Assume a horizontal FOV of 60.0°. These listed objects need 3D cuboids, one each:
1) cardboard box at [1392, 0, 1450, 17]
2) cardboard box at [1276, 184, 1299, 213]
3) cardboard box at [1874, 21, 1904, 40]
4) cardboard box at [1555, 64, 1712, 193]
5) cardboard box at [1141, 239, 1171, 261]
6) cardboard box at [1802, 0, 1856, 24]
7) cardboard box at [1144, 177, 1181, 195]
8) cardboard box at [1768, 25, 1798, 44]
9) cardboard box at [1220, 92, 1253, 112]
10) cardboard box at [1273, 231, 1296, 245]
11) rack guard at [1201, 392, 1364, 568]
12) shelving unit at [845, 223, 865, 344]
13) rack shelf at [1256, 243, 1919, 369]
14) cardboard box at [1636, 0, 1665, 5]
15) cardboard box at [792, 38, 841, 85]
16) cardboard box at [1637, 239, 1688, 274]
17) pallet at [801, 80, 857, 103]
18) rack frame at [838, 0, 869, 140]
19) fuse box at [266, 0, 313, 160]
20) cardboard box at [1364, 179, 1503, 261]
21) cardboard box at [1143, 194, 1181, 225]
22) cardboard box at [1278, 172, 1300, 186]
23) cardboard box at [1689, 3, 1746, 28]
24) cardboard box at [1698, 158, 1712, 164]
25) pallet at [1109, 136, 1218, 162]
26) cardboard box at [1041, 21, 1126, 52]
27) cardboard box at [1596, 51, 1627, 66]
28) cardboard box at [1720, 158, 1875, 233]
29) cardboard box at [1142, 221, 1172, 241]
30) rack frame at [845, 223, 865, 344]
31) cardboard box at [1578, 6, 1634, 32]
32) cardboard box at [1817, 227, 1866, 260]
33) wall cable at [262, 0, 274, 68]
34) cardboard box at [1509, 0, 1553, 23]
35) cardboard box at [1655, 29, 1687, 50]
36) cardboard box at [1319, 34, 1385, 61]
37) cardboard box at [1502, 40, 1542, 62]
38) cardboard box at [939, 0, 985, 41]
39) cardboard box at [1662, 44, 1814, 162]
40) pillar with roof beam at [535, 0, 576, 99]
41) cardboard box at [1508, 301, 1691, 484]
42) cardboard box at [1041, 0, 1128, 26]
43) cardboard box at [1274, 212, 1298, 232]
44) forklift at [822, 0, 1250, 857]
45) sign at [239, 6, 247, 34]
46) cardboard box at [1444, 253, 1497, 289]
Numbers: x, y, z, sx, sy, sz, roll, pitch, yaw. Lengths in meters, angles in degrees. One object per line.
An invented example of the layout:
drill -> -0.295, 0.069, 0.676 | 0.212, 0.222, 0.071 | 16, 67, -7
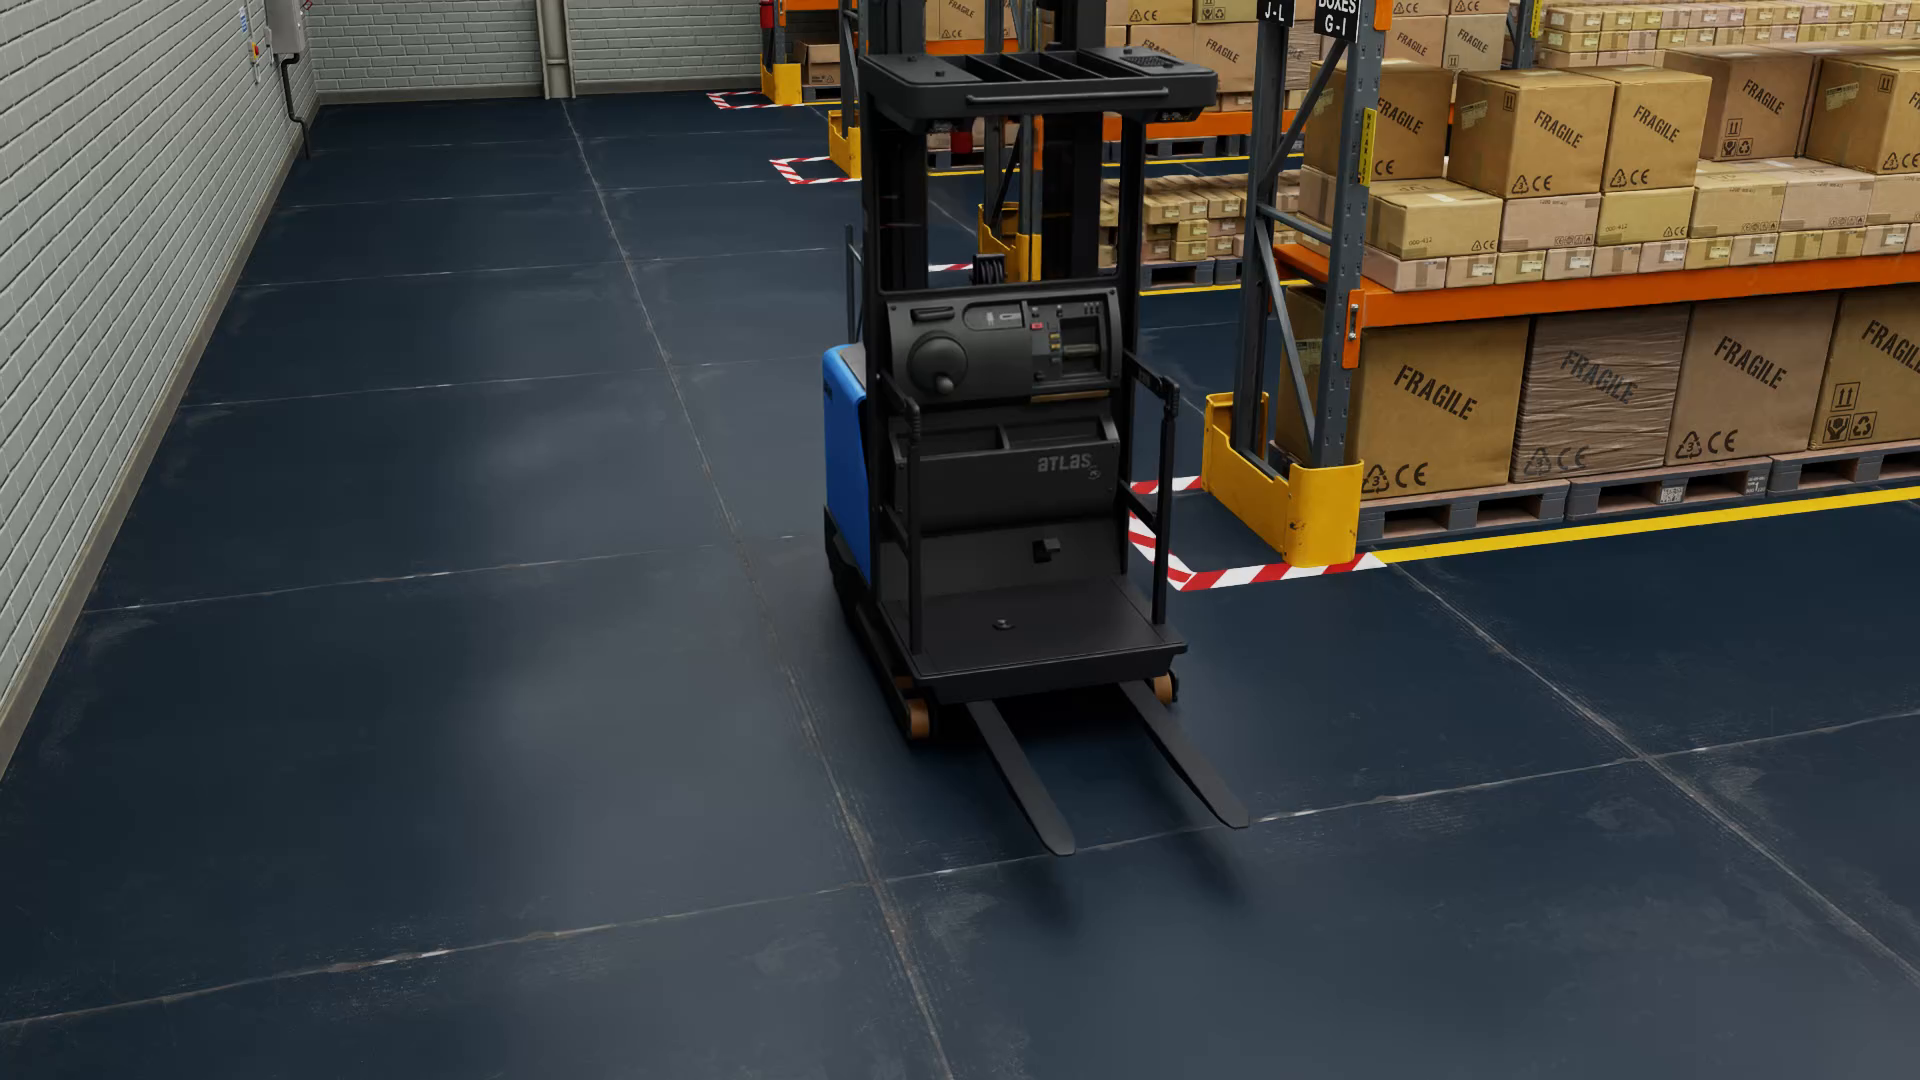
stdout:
cardboard box -> 3.356, -4.233, 12.540 | 0.500, 0.500, 0.500 | -7, 24, -16
cardboard box -> 2.454, -2.669, 12.994 | 0.250, 0.149, 0.380 | -6, 24, -14
cardboard box -> 7.474, -4.187, 13.612 | 0.250, 0.149, 0.380 | -5, 24, -12
cardboard box -> 3.136, -1.953, 7.859 | 0.500, 0.500, 0.500 | -7, 24, -16
cardboard box -> 1.438, -2.280, 12.843 | 0.250, 0.149, 0.380 | -6, 24, -14
cardboard box -> 6.984, -4.268, 13.424 | 0.250, 0.149, 0.380 | -6, 24, -13
cardboard box -> 1.560, -2.768, 13.225 | 0.250, 0.149, 0.380 | -7, 24, -16
cardboard box -> 6.489, -4.078, 13.358 | 0.250, 0.149, 0.380 | -6, 24, -13
cardboard box -> 2.014, -3.335, 12.538 | 0.250, 0.149, 0.380 | -7, 24, -15
cardboard box -> 2.457, -2.362, 13.033 | 0.250, 0.149, 0.380 | -6, 24, -14
rack guard -> 1.600, -0.330, 8.385 | 0.348, 0.500, 1.175 | -6, 24, -14
shelving unit -> 0.013, -0.780, 8.166 | 1.048, 1.500, 0.538 | -5, 24, -12
rack shelf -> 3.548, -1.364, 8.536 | 4.000, 0.370, 1.077 | -6, 24, -14
cardboard box -> 5.563, -4.377, 13.679 | 0.250, 0.149, 0.380 | -7, 24, -16
cardboard box -> -1.784, -6.203, 21.535 | 0.637, 0.503, 0.797 | -7, 24, -16
cardboard box -> 3.291, -1.416, 8.065 | 0.250, 0.149, 0.380 | -7, 24, -15
pallet -> -1.558, -5.939, 21.825 | 1.213, 0.211, 1.003 | -6, 24, -14
rack frame -> -1.054, -5.243, 16.666 | 0.127, 3.000, 1.000 | -6, 24, -14
fuse box -> -6.904, -4.855, 17.395 | 0.414, 1.711, 0.539 | -6, 24, -14
cardboard box -> 2.158, -1.497, 7.749 | 0.500, 0.250, 0.500 | -7, 24, -16
cardboard box -> 1.487, -2.511, 12.627 | 0.250, 0.149, 0.380 | -6, 24, -15
cardboard box -> 2.580, -2.854, 13.425 | 0.250, 0.149, 0.380 | -7, 24, -17
cardboard box -> 5.980, -4.157, 13.166 | 0.250, 0.149, 0.380 | -5, 24, -12
cardboard box -> 3.497, -1.866, 8.609 | 0.500, 0.250, 0.500 | -6, 24, -14
pallet -> 2.044, -4.337, 18.089 | 1.213, 0.211, 1.003 | -6, 24, -14
cardboard box -> 0.887, -3.500, 12.100 | 0.500, 0.500, 0.500 | -5, 24, -12
cardboard box -> 5.000, -3.778, 13.036 | 0.250, 0.149, 0.380 | -6, 24, -14
cardboard box -> 4.131, -1.718, 8.262 | 0.500, 0.250, 0.500 | -6, 24, -13
cardboard box -> 1.445, -2.420, 12.792 | 0.250, 0.149, 0.380 | -6, 24, -14
rack frame -> -0.483, -0.736, 8.063 | 0.032, 1.500, 0.500 | -5, 24, -12
cardboard box -> 5.002, -4.051, 12.919 | 0.250, 0.149, 0.380 | -6, 24, -13
cardboard box -> 4.278, -1.525, 8.319 | 0.250, 0.149, 0.380 | -6, 24, -13
wall cable -> -6.871, -5.638, 16.297 | 0.122, 1.984, 0.588 | -6, 24, -14
cardboard box -> 4.565, -4.269, 13.426 | 0.250, 0.149, 0.380 | -5, 24, -12
cardboard box -> 5.483, -3.966, 13.099 | 0.250, 0.149, 0.380 | -7, 24, -17
cardboard box -> 2.863, -3.717, 12.606 | 0.500, 0.500, 0.500 | -6, 24, -15
cardboard box -> 4.560, -3.996, 13.545 | 0.250, 0.149, 0.380 | -7, 24, -16
cardboard box -> -0.035, -5.296, 16.662 | 0.500, 0.500, 0.500 | -7, 24, -15
cardboard box -> 3.968, -2.259, 8.572 | 0.500, 0.500, 0.500 | -7, 24, -16
pillar with roof beam -> -4.075, -8.305, 16.193 | 0.400, 9.000, 9.100 | -6, 24, -14
cardboard box -> 3.093, -0.893, 8.689 | 0.875, 0.875, 0.875 | -6, 24, -14
cardboard box -> 0.884, -3.964, 11.912 | 0.500, 0.500, 0.500 | -6, 24, -15
cardboard box -> 2.464, -2.540, 13.072 | 0.250, 0.149, 0.380 | -5, 24, -12
forklift -> 0.237, -0.741, 6.259 | 1.130, 2.935, 3.031 | -6, 24, -14
sign -> -6.523, -4.733, 15.135 | 0.001, 0.218, 0.327 | -6, 24, -14
cardboard box -> 2.300, -1.306, 7.808 | 0.250, 0.149, 0.380 | -7, 24, -15
